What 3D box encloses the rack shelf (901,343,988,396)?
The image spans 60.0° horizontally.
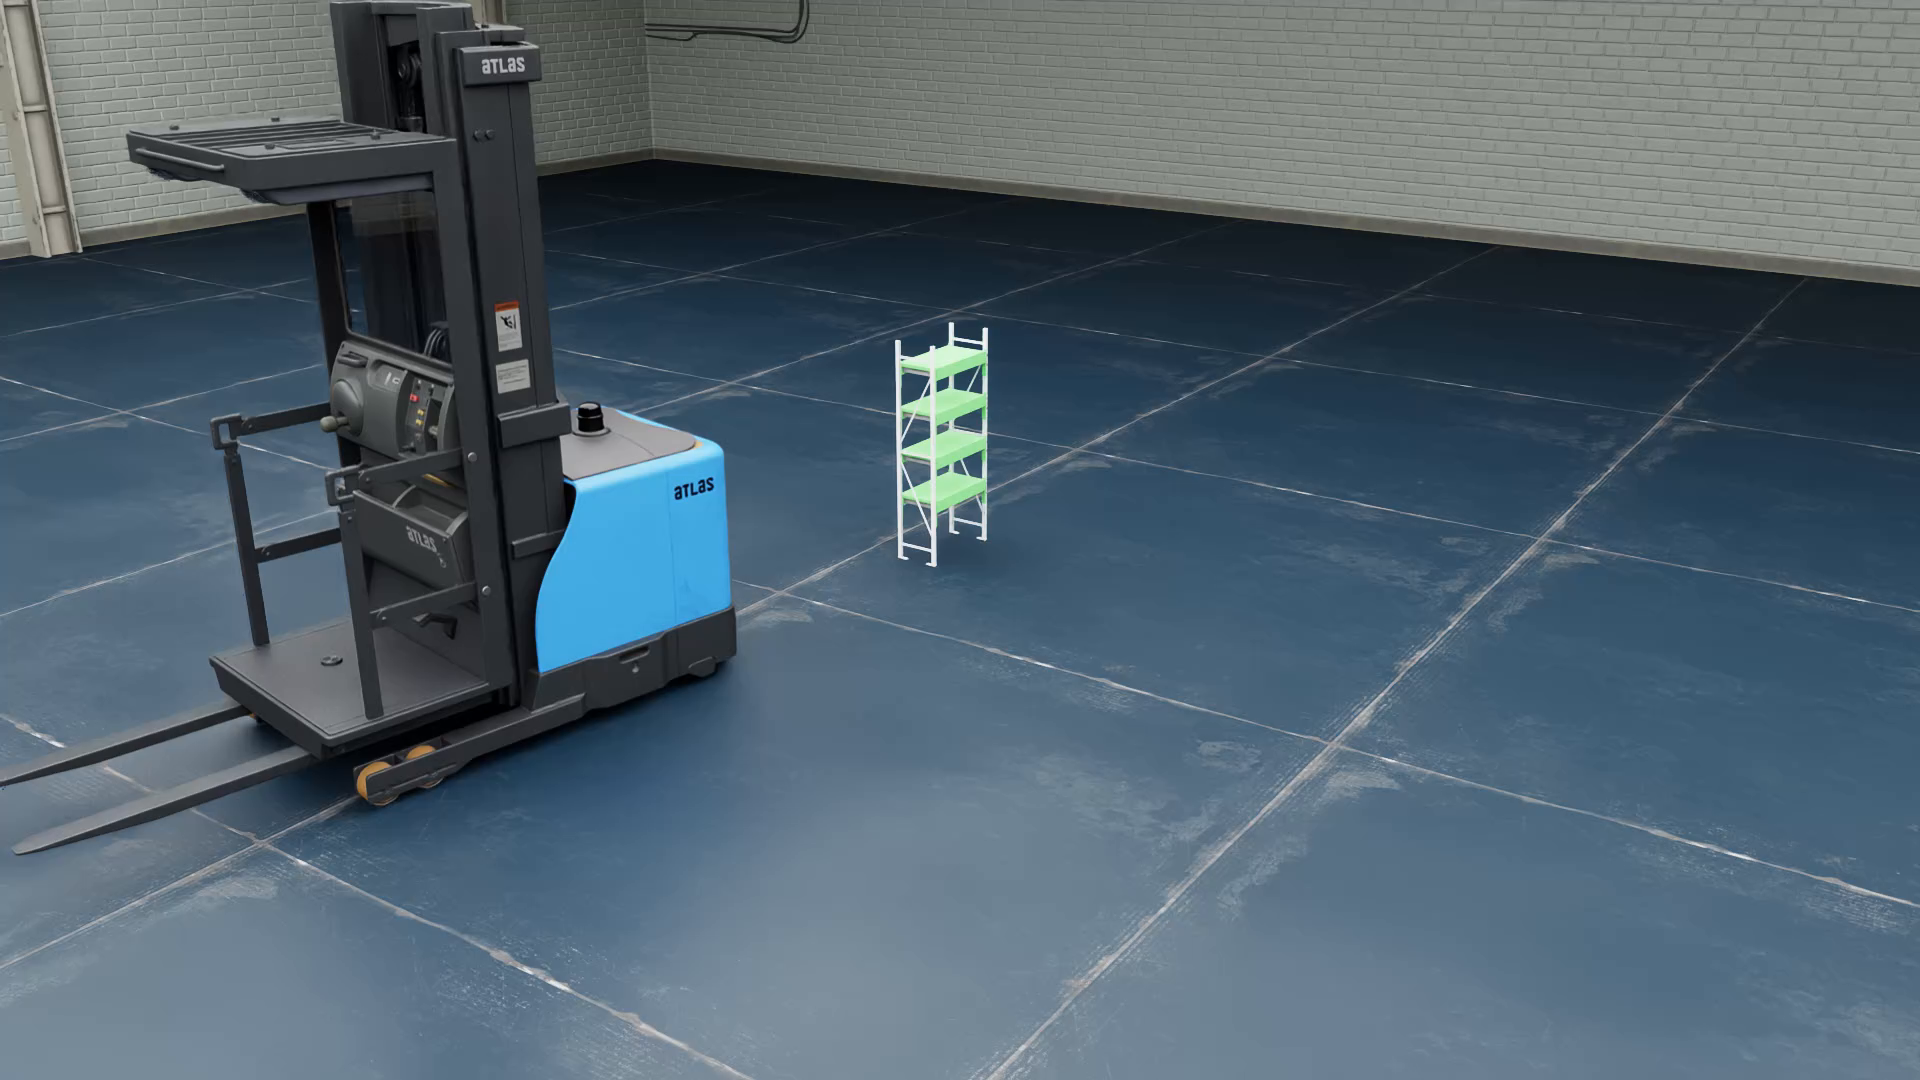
[{"bbox_3d":[-0.093,-0.906,8.784,0.258,0.148,0.480,13,24,32],"label":"rack shelf"}]

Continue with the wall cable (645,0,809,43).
[{"bbox_3d":[-3.303,-8.067,22.577,3.097,2.526,0.112,13,24,32],"label":"wall cable"}]

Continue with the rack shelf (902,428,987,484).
[{"bbox_3d":[-0.093,-0.455,8.951,0.258,0.148,0.480,13,24,32],"label":"rack shelf"}]

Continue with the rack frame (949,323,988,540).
[{"bbox_3d":[0.044,-0.585,9.118,0.240,1.200,0.015,13,24,32],"label":"rack frame"}]

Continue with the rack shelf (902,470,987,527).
[{"bbox_3d":[-0.093,-0.230,9.034,0.258,0.148,0.480,13,24,32],"label":"rack shelf"}]

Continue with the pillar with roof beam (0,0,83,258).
[{"bbox_3d":[-5.866,-6.374,13.527,9.100,9.000,0.400,13,24,32],"label":"pillar with roof beam"}]

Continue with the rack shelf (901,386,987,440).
[{"bbox_3d":[-0.093,-0.680,8.867,0.258,0.148,0.480,13,24,32],"label":"rack shelf"}]

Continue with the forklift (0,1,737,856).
[{"bbox_3d":[-2.417,-0.542,6.506,1.130,2.935,3.031,19,27,41],"label":"forklift"}]

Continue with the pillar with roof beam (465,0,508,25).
[{"bbox_3d":[-2.493,-8.096,18.181,9.100,9.000,0.400,13,24,32],"label":"pillar with roof beam"}]

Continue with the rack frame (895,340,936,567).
[{"bbox_3d":[-0.230,-0.445,8.739,0.240,1.200,0.015,13,24,32],"label":"rack frame"}]

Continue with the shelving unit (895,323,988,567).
[{"bbox_3d":[-0.093,-0.515,8.928,0.258,1.200,0.503,13,24,32],"label":"shelving unit"}]
